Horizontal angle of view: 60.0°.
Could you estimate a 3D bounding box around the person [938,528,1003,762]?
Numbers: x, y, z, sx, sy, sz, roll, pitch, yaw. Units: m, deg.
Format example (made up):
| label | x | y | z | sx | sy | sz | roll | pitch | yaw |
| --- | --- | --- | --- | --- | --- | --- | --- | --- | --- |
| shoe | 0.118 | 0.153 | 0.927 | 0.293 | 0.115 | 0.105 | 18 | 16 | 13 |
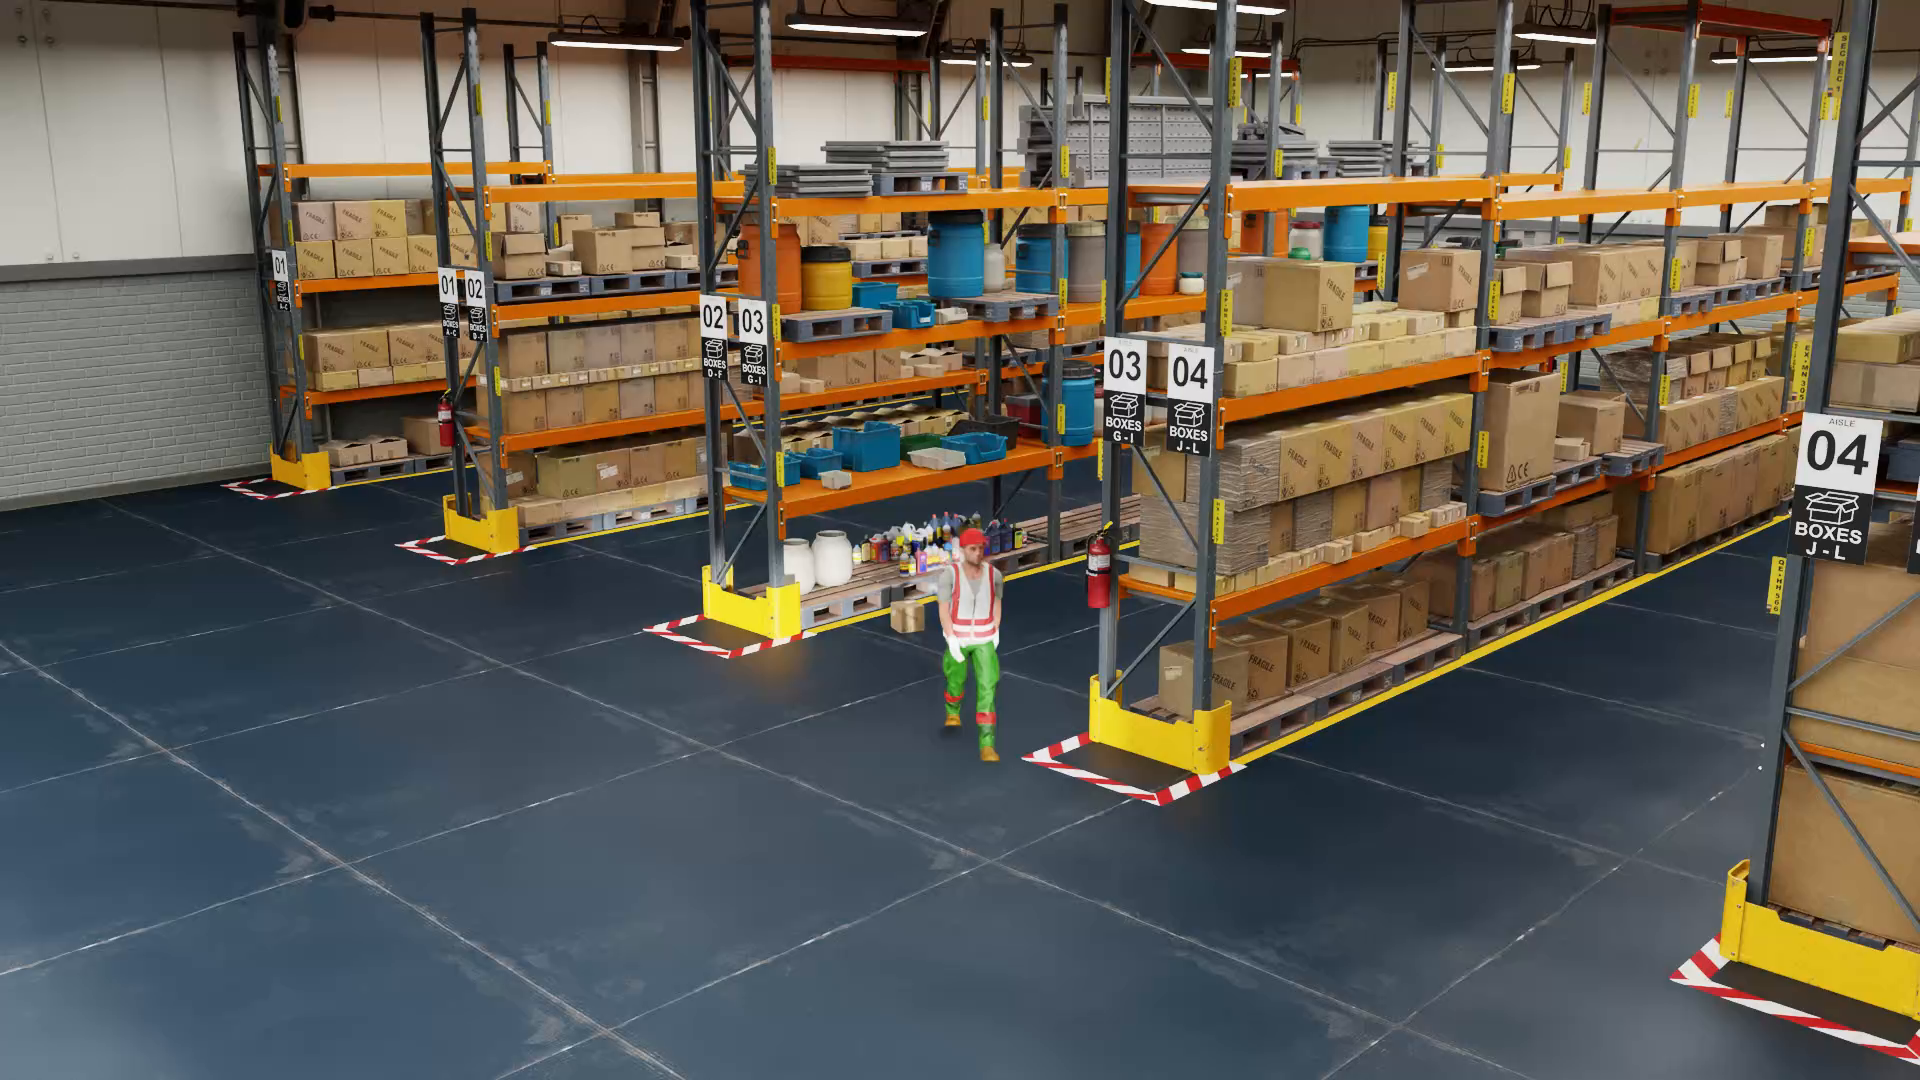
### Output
| label | x | y | z | sx | sy | sz | roll | pitch | yaw |
| --- | --- | --- | --- | --- | --- | --- | --- | --- | --- |
| person | 0.091 | 0.766 | 12.782 | 0.517 | 1.734 | 1.103 | -1 | 14 | -6 |
